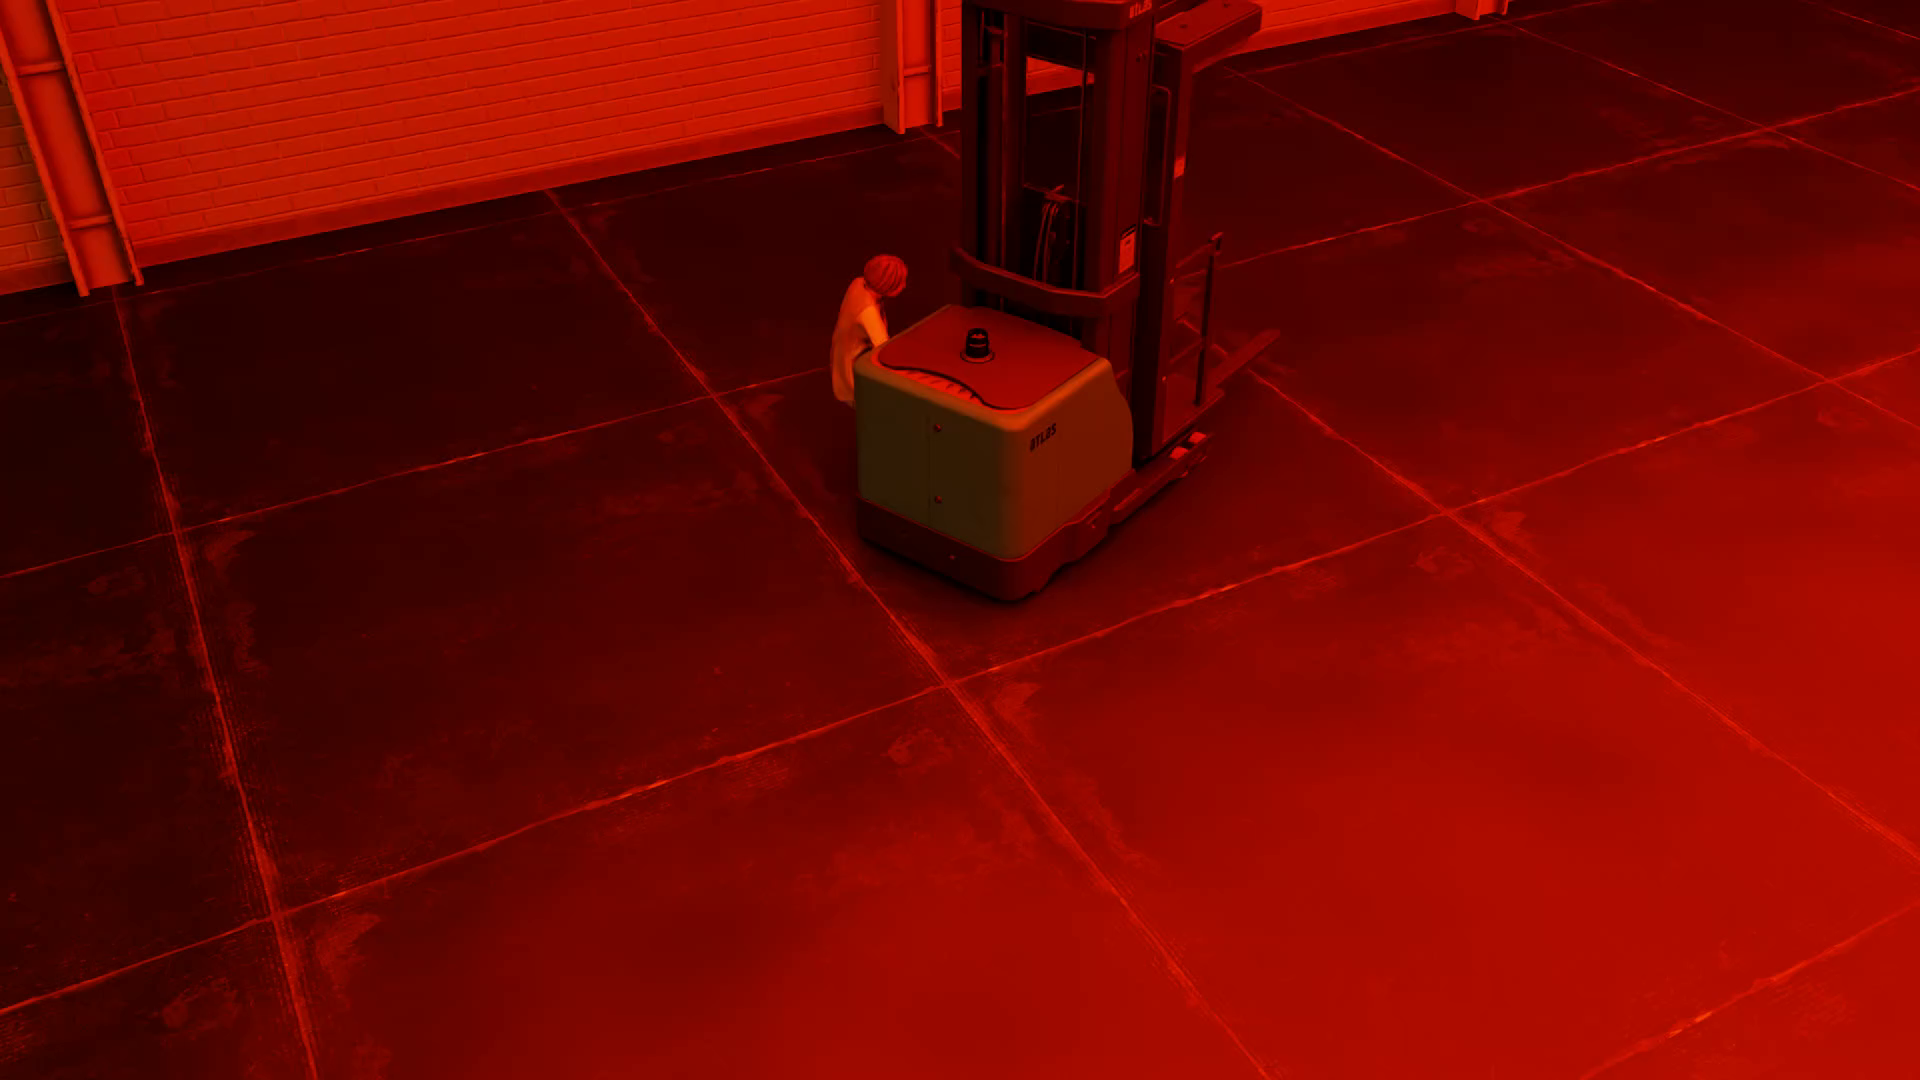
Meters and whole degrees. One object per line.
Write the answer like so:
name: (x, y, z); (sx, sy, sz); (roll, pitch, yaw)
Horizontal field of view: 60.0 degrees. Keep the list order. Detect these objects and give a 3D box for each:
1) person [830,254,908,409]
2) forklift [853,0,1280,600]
person: (-0.281, -0.874, 8.799); (0.805, 1.377, 0.667); (-4, 35, -5)
forklift: (0.758, -1.697, 8.523); (1.130, 2.935, 3.031); (24, 42, 30)
